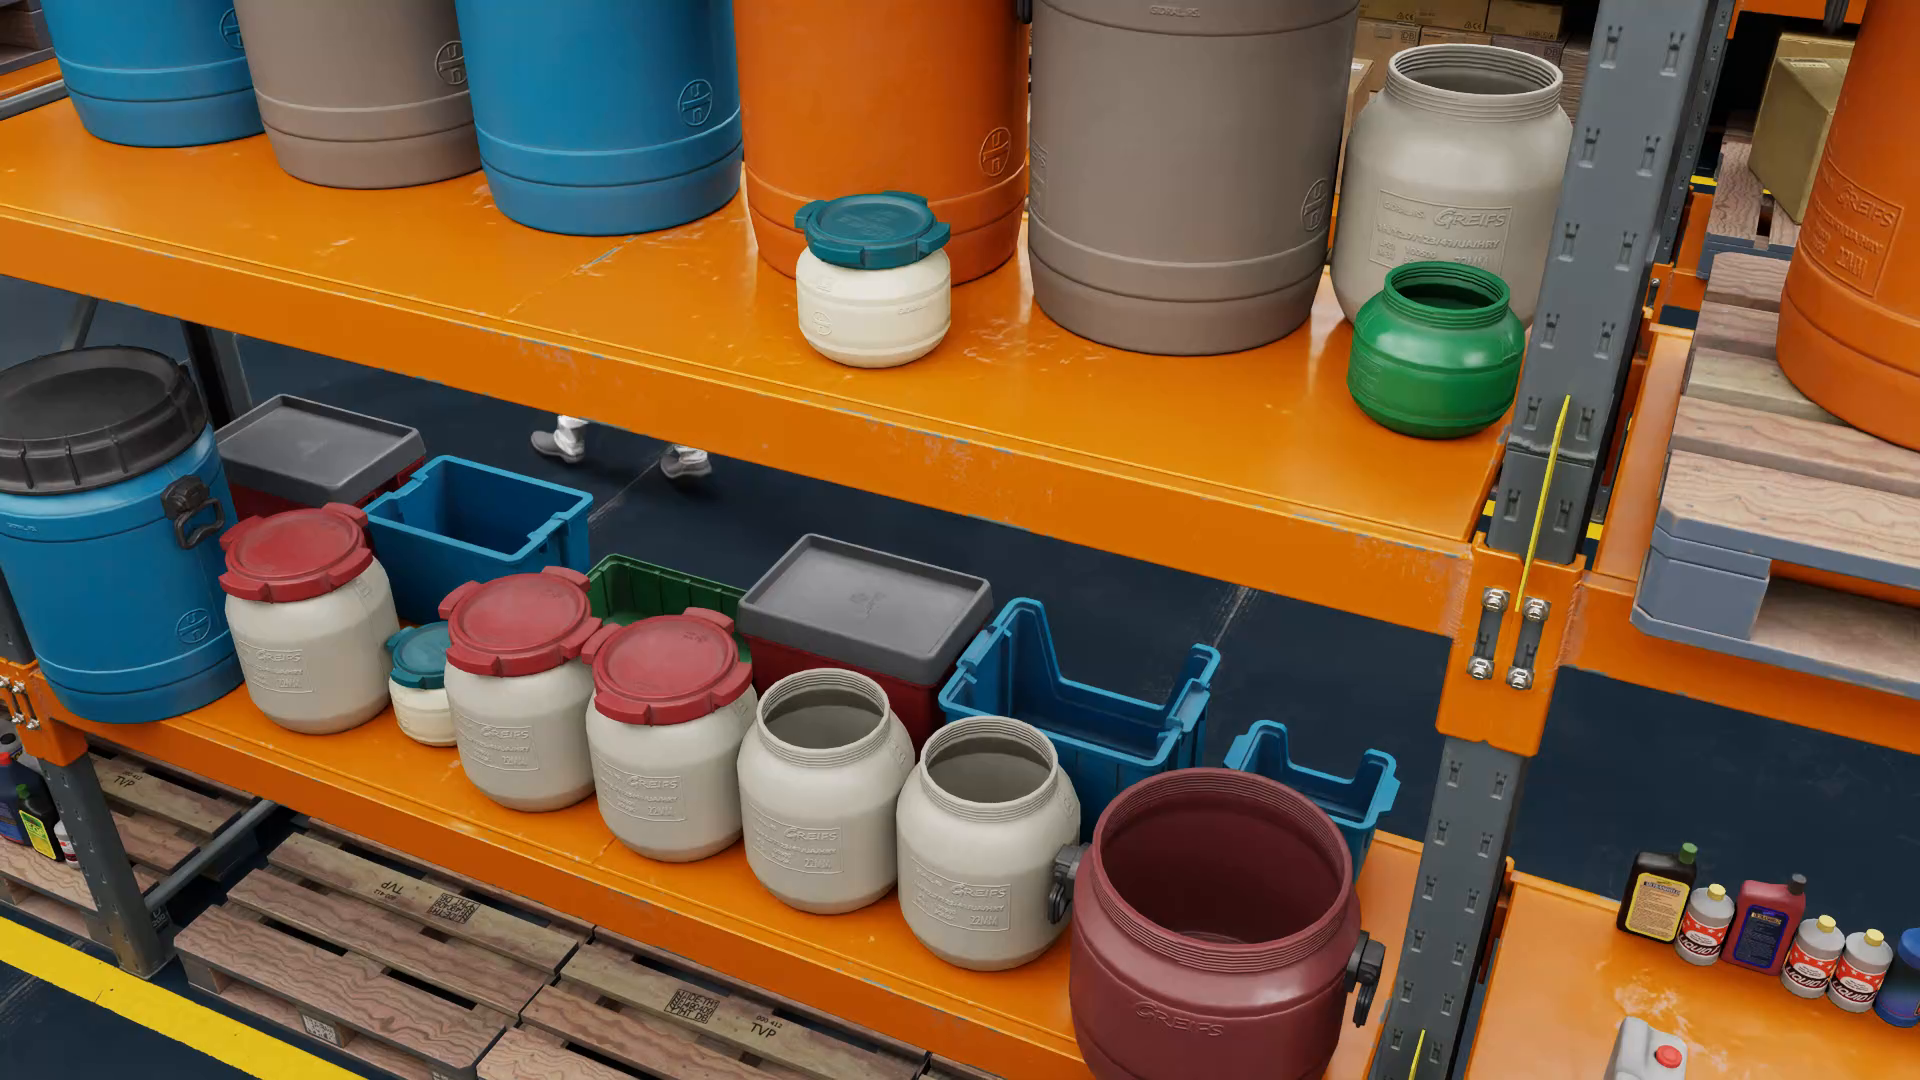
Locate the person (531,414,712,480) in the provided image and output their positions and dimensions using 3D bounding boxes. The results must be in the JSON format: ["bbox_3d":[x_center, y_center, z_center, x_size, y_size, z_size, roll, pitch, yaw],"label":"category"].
[{"bbox_3d":[-1.655,-1.087,7.775,1.046,1.749,0.598,20,38,27],"label":"person"}]
